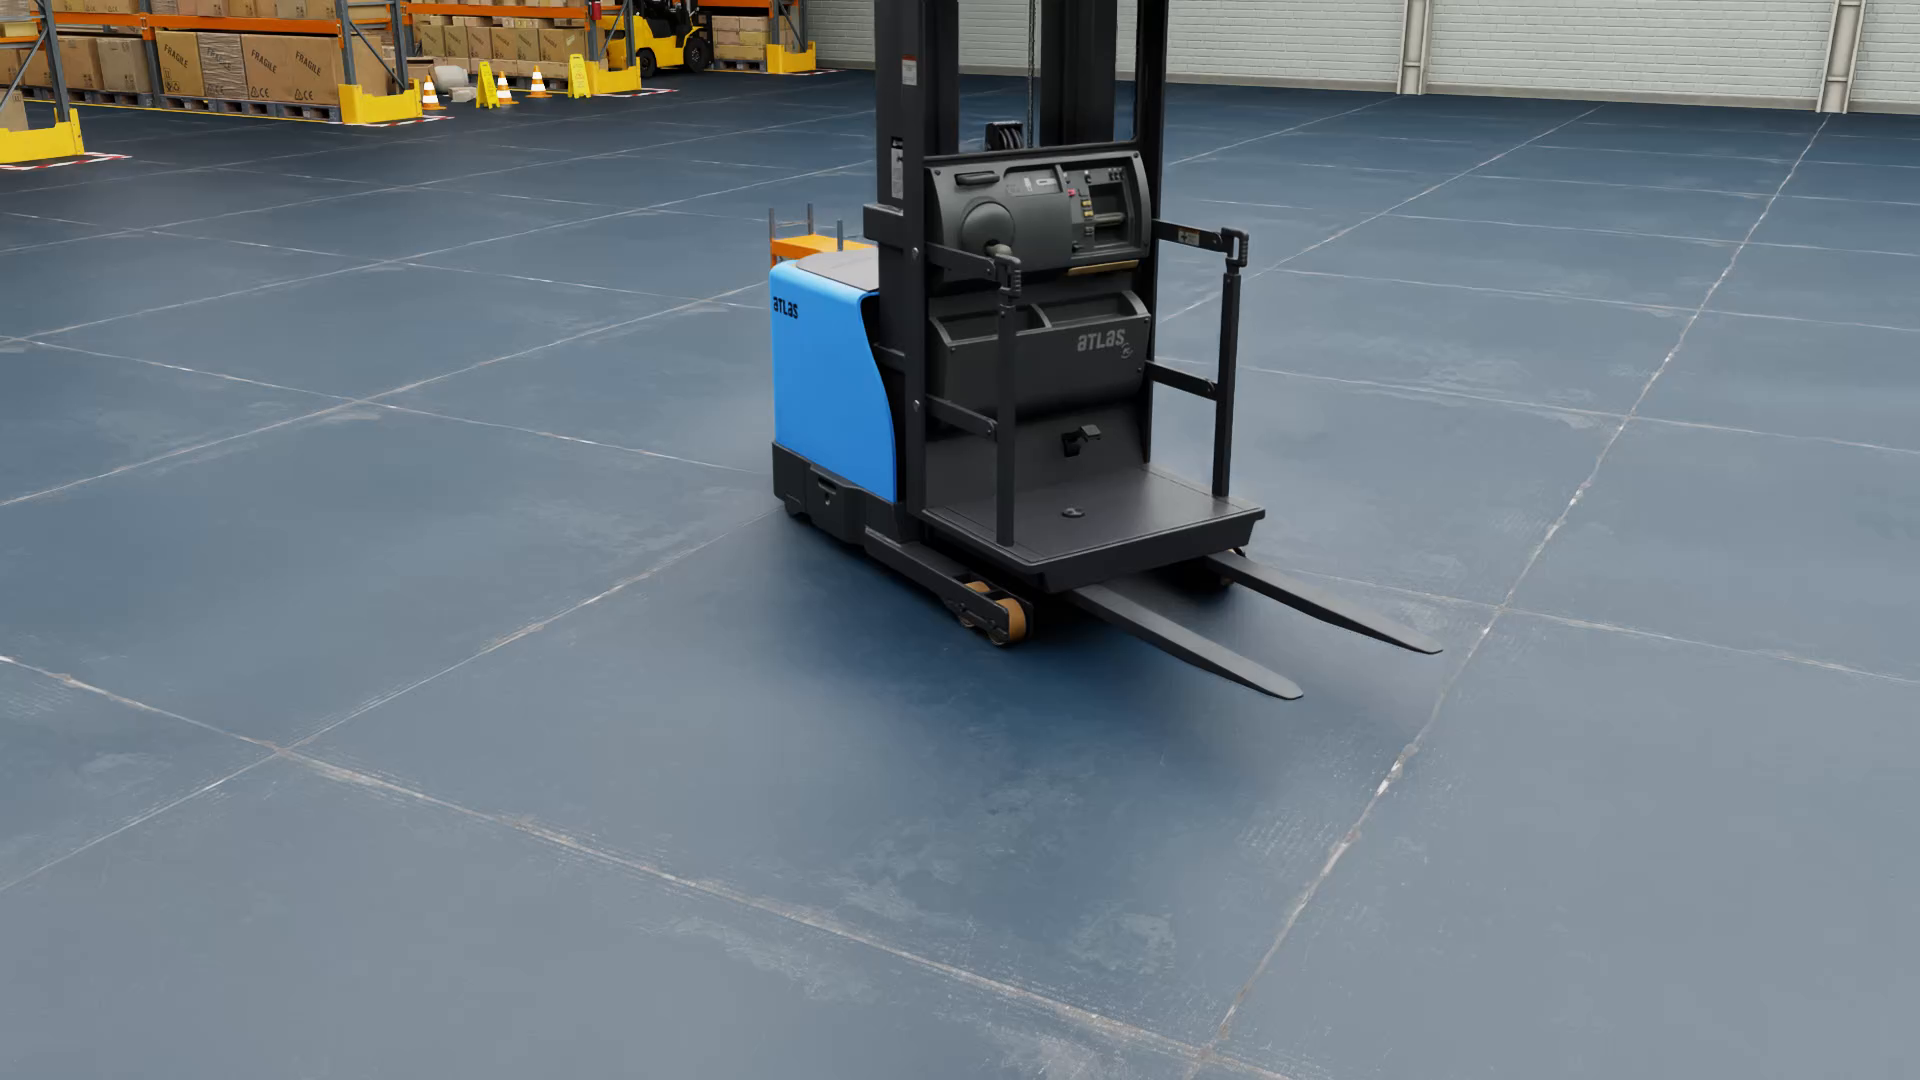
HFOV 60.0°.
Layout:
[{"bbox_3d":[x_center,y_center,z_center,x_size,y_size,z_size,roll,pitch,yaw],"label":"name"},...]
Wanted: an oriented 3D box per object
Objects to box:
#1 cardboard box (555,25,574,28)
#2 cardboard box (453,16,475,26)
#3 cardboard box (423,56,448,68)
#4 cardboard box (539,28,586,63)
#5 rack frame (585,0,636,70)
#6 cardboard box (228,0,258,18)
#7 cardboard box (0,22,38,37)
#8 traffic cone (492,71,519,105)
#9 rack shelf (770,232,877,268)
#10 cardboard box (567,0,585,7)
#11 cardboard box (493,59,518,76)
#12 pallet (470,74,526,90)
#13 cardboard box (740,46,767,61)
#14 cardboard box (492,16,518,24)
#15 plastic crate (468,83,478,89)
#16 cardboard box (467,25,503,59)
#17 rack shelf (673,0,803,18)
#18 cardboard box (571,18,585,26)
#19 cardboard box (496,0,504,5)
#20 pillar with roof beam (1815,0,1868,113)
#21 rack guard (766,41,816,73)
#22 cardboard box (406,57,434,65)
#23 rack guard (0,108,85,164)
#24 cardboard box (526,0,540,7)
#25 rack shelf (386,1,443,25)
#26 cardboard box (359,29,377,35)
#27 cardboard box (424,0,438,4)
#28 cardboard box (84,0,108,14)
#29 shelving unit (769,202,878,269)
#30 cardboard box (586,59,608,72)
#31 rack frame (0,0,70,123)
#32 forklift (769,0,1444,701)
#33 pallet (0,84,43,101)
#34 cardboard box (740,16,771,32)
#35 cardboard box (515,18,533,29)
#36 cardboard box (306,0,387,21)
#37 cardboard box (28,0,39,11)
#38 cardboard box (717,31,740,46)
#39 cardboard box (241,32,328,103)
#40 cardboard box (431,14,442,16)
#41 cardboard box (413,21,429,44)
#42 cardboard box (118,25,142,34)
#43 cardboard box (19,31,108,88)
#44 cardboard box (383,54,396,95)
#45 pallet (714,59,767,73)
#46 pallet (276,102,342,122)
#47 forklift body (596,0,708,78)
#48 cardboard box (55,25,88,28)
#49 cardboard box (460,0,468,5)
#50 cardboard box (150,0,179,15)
[{"bbox_3d":[-6.606,-8.199,27.387,0.500,0.500,0.500,10,22,25],"label":"cardboard box"},{"bbox_3d":[-8.136,-8.562,27.434,0.250,0.149,0.380,12,23,29],"label":"cardboard box"},{"bbox_3d":[-8.665,-8.028,28.013,0.500,0.250,0.500,10,22,25],"label":"cardboard box"},{"bbox_3d":[-6.383,-7.949,26.697,0.500,0.500,0.500,11,23,28],"label":"cardboard box"},{"bbox_3d":[-5.557,-8.636,26.274,0.127,3.000,1.000,11,23,27],"label":"rack frame"},{"bbox_3d":[-9.630,-7.556,23.076,0.500,0.550,0.875,11,23,27],"label":"cardboard box"},{"bbox_3d":[-10.522,-5.686,18.510,0.250,0.149,0.380,11,23,27],"label":"cardboard box"},{"bbox_3d":[-6.806,-6.744,24.779,0.334,0.463,0.336,11,23,27],"label":"traffic cone"},{"bbox_3d":[-0.599,-1.259,7.417,0.258,0.148,0.480,-17,26,-40],"label":"rack shelf"},{"bbox_3d":[-5.988,-8.517,26.313,0.250,0.149,0.380,12,23,29],"label":"cardboard box"},{"bbox_3d":[-7.302,-7.769,27.301,0.500,0.250,0.500,10,22,25],"label":"cardboard box"},{"bbox_3d":[-7.376,-7.687,27.746,1.213,0.211,1.003,11,23,27],"label":"pallet"},{"bbox_3d":[-3.704,-9.003,30.703,0.500,0.250,0.500,11,23,28],"label":"cardboard box"},{"bbox_3d":[-9.011,-10.312,33.760,0.625,0.625,0.875,12,23,29],"label":"cardboard box"},{"bbox_3d":[-8.078,-7.424,27.213,0.583,0.080,0.402,3,20,9],"label":"plastic crate"},{"bbox_3d":[-7.741,-8.208,27.411,0.500,0.500,0.500,12,23,30],"label":"cardboard box"},{"bbox_3d":[-4.885,-10.109,31.389,4.000,0.370,1.077,11,23,27],"label":"rack shelf"},{"bbox_3d":[-7.092,-9.944,32.747,0.625,0.625,0.875,12,23,30],"label":"cardboard box"},{"bbox_3d":[-7.313,-8.777,27.030,0.250,0.149,0.380,11,23,27],"label":"cardboard box"},{"bbox_3d":[10.307,-9.044,18.600,0.400,9.000,9.100,11,23,27],"label":"pillar with roof beam"},{"bbox_3d":[-3.118,-8.935,30.765,0.348,0.500,1.175,11,23,27],"label":"rack guard"},{"bbox_3d":[-8.777,-7.544,26.926,0.500,0.500,0.500,-7,21,-20],"label":"cardboard box"},{"bbox_3d":[-10.456,-4.524,18.602,0.348,0.500,1.175,11,23,27],"label":"rack guard"},{"bbox_3d":[-6.716,-8.609,26.566,0.250,0.149,0.380,11,23,28],"label":"cardboard box"},{"bbox_3d":[-10.795,-9.296,29.148,4.000,0.370,1.077,11,23,27],"label":"rack shelf"},{"bbox_3d":[-12.400,-10.815,35.331,0.500,0.500,0.500,10,22,26],"label":"cardboard box"},{"bbox_3d":[-8.684,-9.009,27.670,0.250,0.149,0.380,12,23,29],"label":"cardboard box"},{"bbox_3d":[-12.402,-7.949,24.234,0.500,0.500,0.500,11,22,27],"label":"cardboard box"},{"bbox_3d":[-0.598,-0.888,7.548,0.258,1.200,0.503,-17,26,-40],"label":"shelving unit"},{"bbox_3d":[-6.126,-7.757,27.268,0.500,0.250,0.500,11,22,27],"label":"cardboard box"},{"bbox_3d":[-10.390,-5.686,18.141,0.127,3.000,1.000,11,23,27],"label":"rack frame"},{"bbox_3d":[0.422,-1.192,5.852,1.130,2.935,3.031,-13,23,-31],"label":"forklift"},{"bbox_3d":[-14.215,-7.012,25.885,1.213,0.211,1.003,11,23,27],"label":"pallet"},{"bbox_3d":[-3.693,-9.473,30.532,0.500,0.250,0.500,12,23,29],"label":"cardboard box"},{"bbox_3d":[-6.955,-8.338,26.817,0.250,0.149,0.380,11,23,28],"label":"cardboard box"},{"bbox_3d":[-8.229,-7.264,22.273,0.550,0.550,0.875,11,23,27],"label":"cardboard box"},{"bbox_3d":[-13.721,-8.200,24.926,0.500,0.500,0.500,11,23,27],"label":"cardboard box"},{"bbox_3d":[-4.149,-9.329,30.867,0.500,0.250,0.500,11,22,27],"label":"cardboard box"},{"bbox_3d":[-9.276,-6.583,23.115,0.875,0.875,0.875,10,22,26],"label":"cardboard box"},{"bbox_3d":[-10.678,-10.779,34.280,0.250,0.149,0.380,10,22,25],"label":"cardboard box"},{"bbox_3d":[-11.029,-10.560,34.627,0.500,0.500,0.500,10,22,26],"label":"cardboard box"},{"bbox_3d":[-15.453,-9.751,31.848,0.875,0.875,0.875,12,23,29],"label":"cardboard box"},{"bbox_3d":[-13.614,-7.344,25.394,0.750,0.750,1.050,11,23,28],"label":"cardboard box"},{"bbox_3d":[-9.145,-7.218,25.826,0.503,0.637,0.797,11,23,27],"label":"cardboard box"},{"bbox_3d":[-3.827,-8.918,31.141,1.213,0.211,1.003,11,23,27],"label":"pallet"},{"bbox_3d":[-8.619,-5.945,22.943,1.213,0.211,1.003,11,23,27],"label":"pallet"},{"bbox_3d":[-5.685,-9.488,29.867,1.214,2.155,2.313,11,23,27],"label":"forklift body"},{"bbox_3d":[-18.097,-10.060,33.342,0.875,0.438,0.875,11,23,29],"label":"cardboard box"},{"bbox_3d":[-7.991,-8.887,27.335,0.250,0.149,0.380,11,23,27],"label":"cardboard box"},{"bbox_3d":[-11.047,-7.824,23.814,0.550,0.550,0.875,11,23,27],"label":"cardboard box"}]
